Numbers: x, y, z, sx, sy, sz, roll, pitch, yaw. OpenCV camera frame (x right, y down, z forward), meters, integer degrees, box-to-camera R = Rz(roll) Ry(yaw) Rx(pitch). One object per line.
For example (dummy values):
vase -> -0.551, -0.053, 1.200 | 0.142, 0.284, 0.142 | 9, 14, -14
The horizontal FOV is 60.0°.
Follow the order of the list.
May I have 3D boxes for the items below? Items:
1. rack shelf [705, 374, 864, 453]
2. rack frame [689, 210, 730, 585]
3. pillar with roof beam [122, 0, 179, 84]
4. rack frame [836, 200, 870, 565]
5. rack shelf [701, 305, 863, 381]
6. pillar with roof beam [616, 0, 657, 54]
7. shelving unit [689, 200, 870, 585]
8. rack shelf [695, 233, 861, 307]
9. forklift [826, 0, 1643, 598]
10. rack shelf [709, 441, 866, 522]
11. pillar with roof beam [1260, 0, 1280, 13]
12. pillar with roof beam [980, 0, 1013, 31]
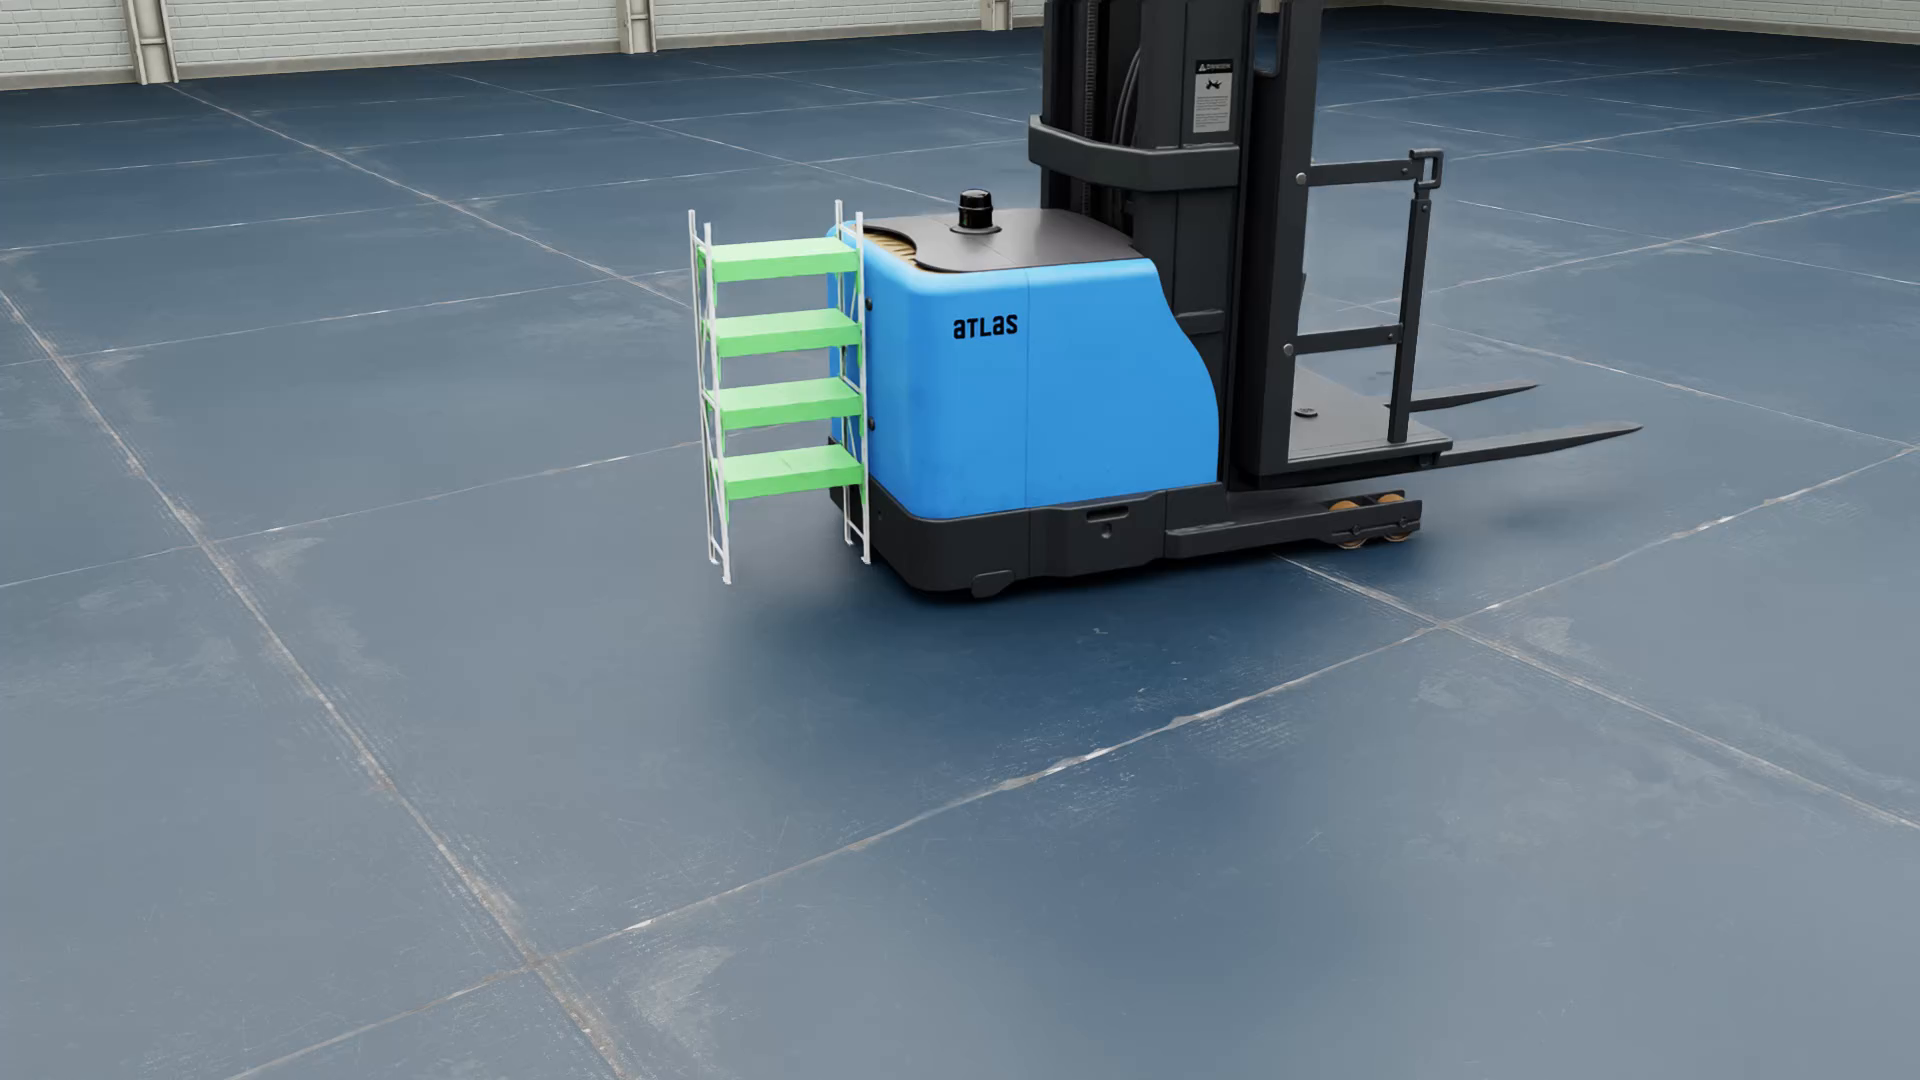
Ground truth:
rack shelf -> -0.586, -0.423, 5.511 | 0.480, 0.148, 0.258 | -8, 23, -20
rack frame -> -0.813, -0.450, 5.406 | 0.015, 1.200, 0.240 | -8, 23, -20
pillar with roof beam -> -6.667, -8.126, 14.117 | 0.400, 9.000, 9.100 | -15, 26, -33
rack frame -> -0.358, -0.515, 5.569 | 0.015, 1.200, 0.240 | -8, 23, -20
rack shelf -> -0.586, -0.646, 5.422 | 0.480, 0.148, 0.258 | -8, 23, -20
pillar with roof beam -> -1.797, -9.424, 17.372 | 0.400, 9.000, 9.100 | -15, 26, -33
shelving unit -> -0.586, -0.483, 5.487 | 0.503, 1.200, 0.258 | -8, 23, -20
rack shelf -> -0.586, -0.869, 5.333 | 0.480, 0.148, 0.258 | -8, 23, -20
forklift -> 1.092, -1.502, 5.705 | 3.031, 2.935, 1.130 | -8, 23, -20
rack shelf -> -0.586, -0.201, 5.600 | 0.480, 0.148, 0.258 | -8, 23, -20
pillar with roof beam -> 7.944, -12.022, 23.881 | 0.400, 9.000, 9.100 | -15, 26, -33
pillar with roof beam -> 3.073, -10.723, 20.627 | 0.400, 9.000, 9.100 | -15, 26, -33
